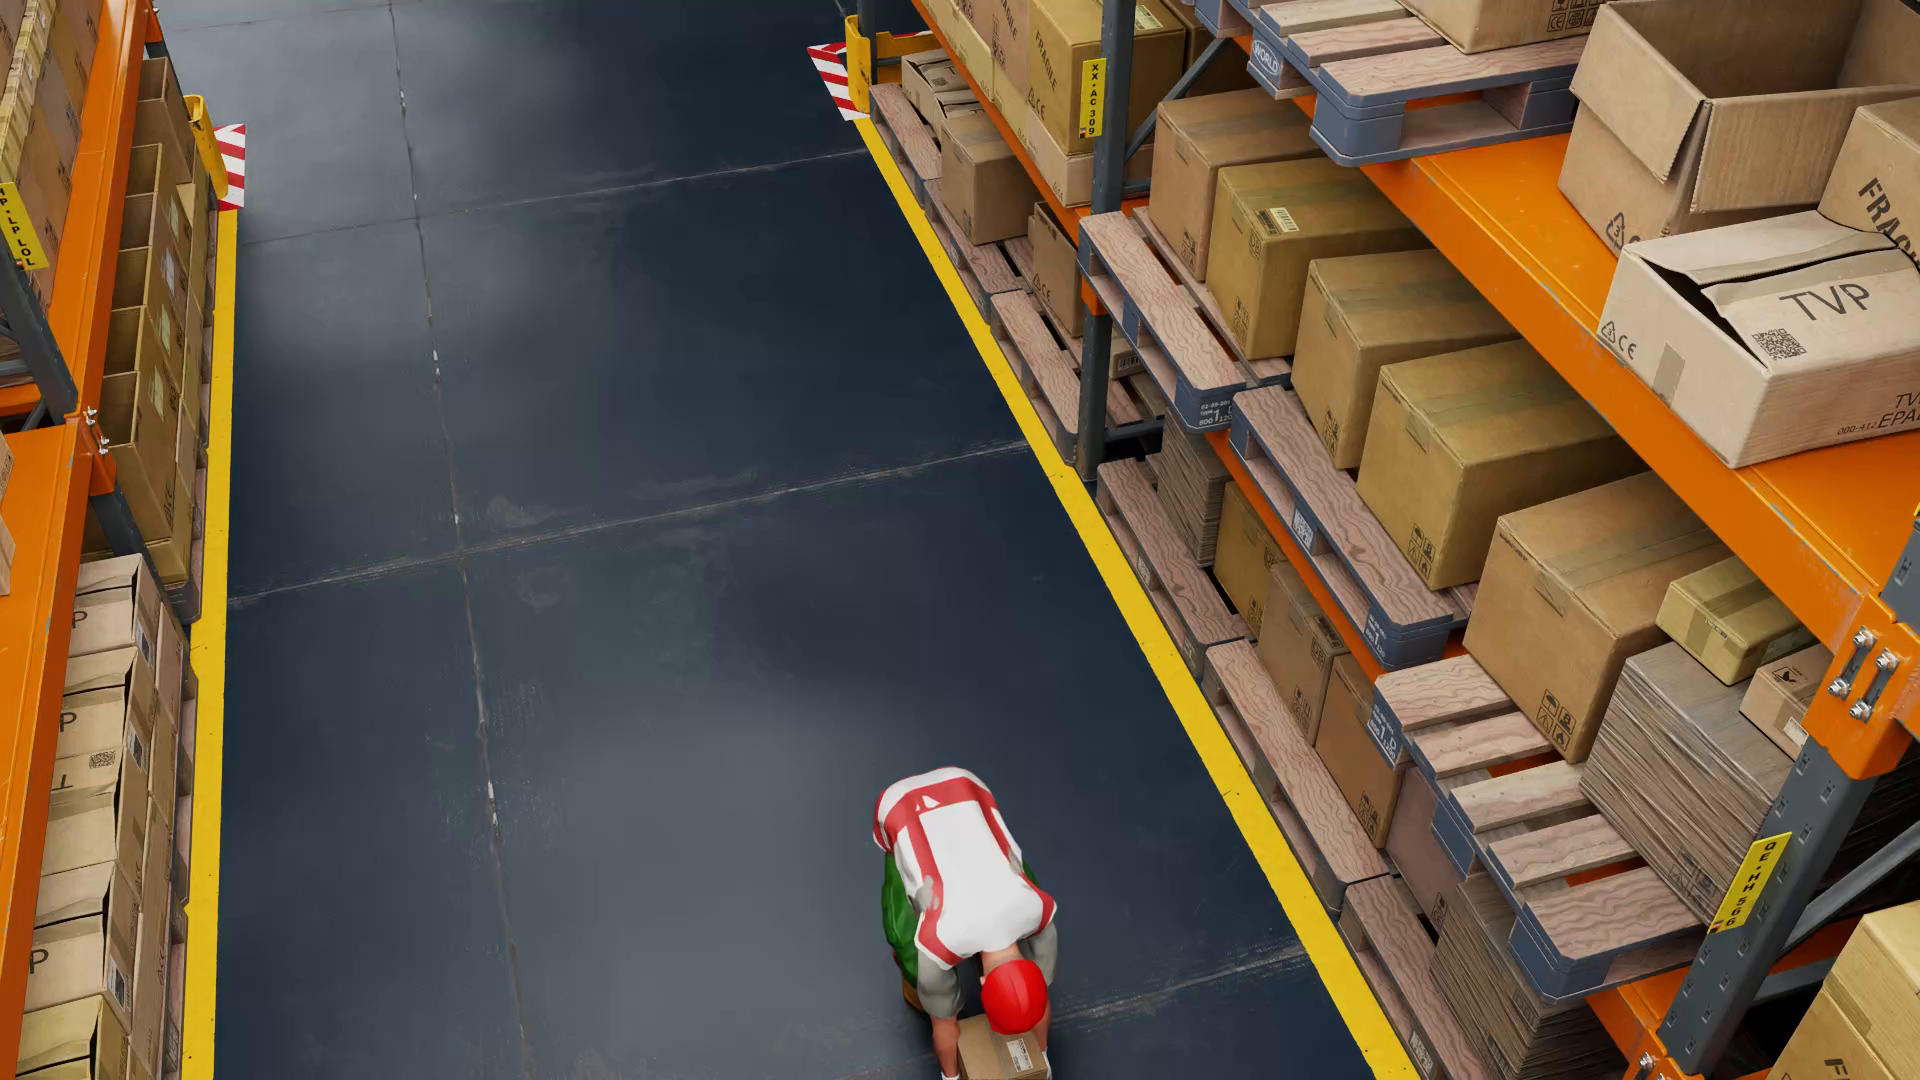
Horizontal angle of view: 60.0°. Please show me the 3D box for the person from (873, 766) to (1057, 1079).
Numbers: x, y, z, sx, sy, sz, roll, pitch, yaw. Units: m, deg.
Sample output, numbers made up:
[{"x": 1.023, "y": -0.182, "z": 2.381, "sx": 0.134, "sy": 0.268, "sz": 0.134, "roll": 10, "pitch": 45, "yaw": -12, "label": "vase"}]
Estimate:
[{"x": 0.035, "y": 1.298, "z": 5.419, "sx": 0.533, "sy": 0.869, "sz": 0.965, "roll": -13, "pitch": 44, "yaw": -14, "label": "person"}]
